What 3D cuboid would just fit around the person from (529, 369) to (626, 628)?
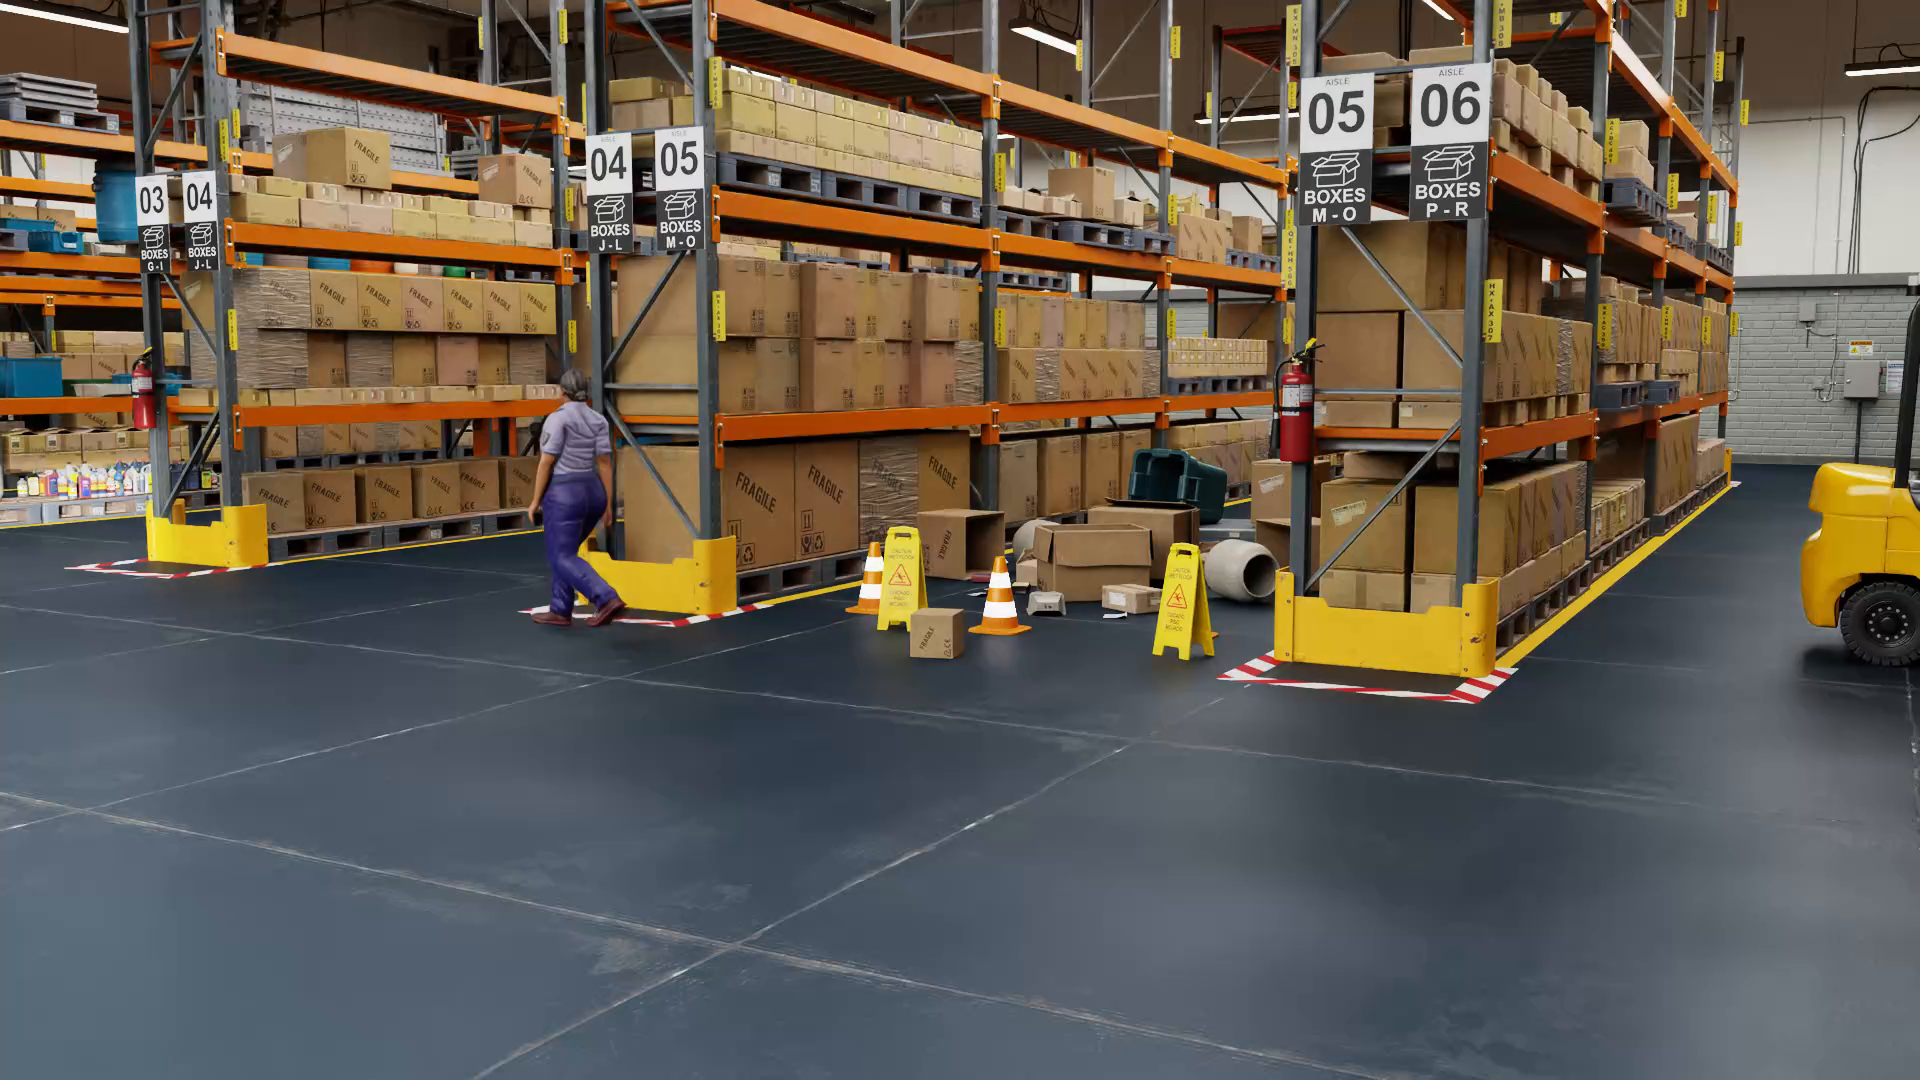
[{"bbox_3d":[-2.342,-0.241,10.131,0.935,1.598,0.471,4,7,32],"label":"person"}]
